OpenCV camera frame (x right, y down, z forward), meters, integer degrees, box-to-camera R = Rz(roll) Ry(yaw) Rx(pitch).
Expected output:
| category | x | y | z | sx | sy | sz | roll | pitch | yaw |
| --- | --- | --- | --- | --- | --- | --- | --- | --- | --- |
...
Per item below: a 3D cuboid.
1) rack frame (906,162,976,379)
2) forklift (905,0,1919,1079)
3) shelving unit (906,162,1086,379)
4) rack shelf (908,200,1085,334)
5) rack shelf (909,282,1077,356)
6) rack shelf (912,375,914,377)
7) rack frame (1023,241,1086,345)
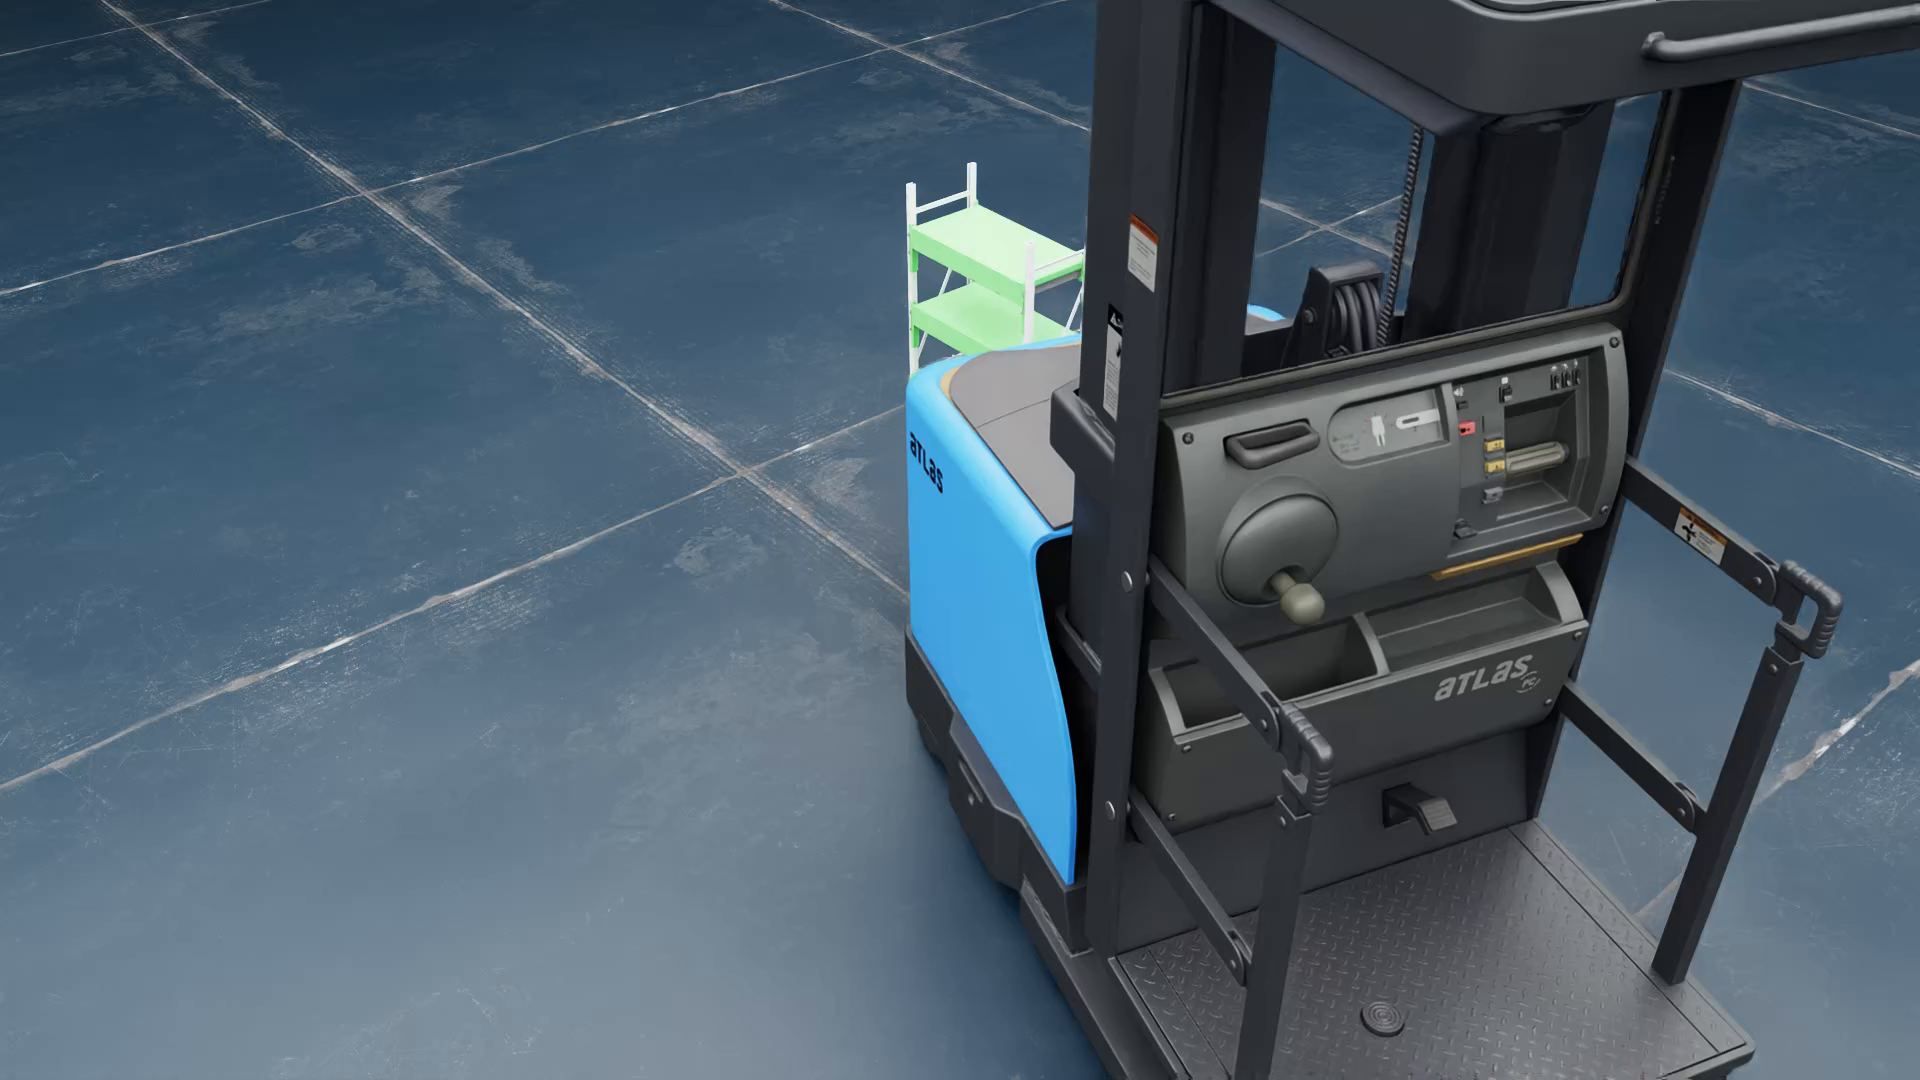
| category | x | y | z | sx | sy | sz | roll | pitch | yaw |
| --- | --- | --- | --- | --- | --- | --- | --- | --- | --- |
| rack frame | -0.051 | -0.524 | 4.952 | 0.240 | 1.200 | 0.015 | -26 | 43 | -32 |
| forklift | 0.879 | -0.053 | 2.789 | 1.130 | 2.935 | 3.031 | -13 | 37 | -18 |
| shelving unit | 0.107 | -0.417 | 4.800 | 0.258 | 1.200 | 0.503 | -26 | 43 | -32 |
| rack shelf | 0.107 | -0.756 | 4.560 | 0.258 | 0.148 | 0.480 | -26 | 43 | -32 |
| rack shelf | 0.107 | -0.560 | 4.698 | 0.258 | 0.148 | 0.480 | -26 | 43 | -32 |
| rack shelf | 0.107 | -0.364 | 4.837 | 0.258 | 0.148 | 0.480 | -26 | 43 | -32 |
| rack frame | 0.264 | -0.309 | 4.648 | 0.240 | 1.200 | 0.015 | -26 | 43 | -32 |
